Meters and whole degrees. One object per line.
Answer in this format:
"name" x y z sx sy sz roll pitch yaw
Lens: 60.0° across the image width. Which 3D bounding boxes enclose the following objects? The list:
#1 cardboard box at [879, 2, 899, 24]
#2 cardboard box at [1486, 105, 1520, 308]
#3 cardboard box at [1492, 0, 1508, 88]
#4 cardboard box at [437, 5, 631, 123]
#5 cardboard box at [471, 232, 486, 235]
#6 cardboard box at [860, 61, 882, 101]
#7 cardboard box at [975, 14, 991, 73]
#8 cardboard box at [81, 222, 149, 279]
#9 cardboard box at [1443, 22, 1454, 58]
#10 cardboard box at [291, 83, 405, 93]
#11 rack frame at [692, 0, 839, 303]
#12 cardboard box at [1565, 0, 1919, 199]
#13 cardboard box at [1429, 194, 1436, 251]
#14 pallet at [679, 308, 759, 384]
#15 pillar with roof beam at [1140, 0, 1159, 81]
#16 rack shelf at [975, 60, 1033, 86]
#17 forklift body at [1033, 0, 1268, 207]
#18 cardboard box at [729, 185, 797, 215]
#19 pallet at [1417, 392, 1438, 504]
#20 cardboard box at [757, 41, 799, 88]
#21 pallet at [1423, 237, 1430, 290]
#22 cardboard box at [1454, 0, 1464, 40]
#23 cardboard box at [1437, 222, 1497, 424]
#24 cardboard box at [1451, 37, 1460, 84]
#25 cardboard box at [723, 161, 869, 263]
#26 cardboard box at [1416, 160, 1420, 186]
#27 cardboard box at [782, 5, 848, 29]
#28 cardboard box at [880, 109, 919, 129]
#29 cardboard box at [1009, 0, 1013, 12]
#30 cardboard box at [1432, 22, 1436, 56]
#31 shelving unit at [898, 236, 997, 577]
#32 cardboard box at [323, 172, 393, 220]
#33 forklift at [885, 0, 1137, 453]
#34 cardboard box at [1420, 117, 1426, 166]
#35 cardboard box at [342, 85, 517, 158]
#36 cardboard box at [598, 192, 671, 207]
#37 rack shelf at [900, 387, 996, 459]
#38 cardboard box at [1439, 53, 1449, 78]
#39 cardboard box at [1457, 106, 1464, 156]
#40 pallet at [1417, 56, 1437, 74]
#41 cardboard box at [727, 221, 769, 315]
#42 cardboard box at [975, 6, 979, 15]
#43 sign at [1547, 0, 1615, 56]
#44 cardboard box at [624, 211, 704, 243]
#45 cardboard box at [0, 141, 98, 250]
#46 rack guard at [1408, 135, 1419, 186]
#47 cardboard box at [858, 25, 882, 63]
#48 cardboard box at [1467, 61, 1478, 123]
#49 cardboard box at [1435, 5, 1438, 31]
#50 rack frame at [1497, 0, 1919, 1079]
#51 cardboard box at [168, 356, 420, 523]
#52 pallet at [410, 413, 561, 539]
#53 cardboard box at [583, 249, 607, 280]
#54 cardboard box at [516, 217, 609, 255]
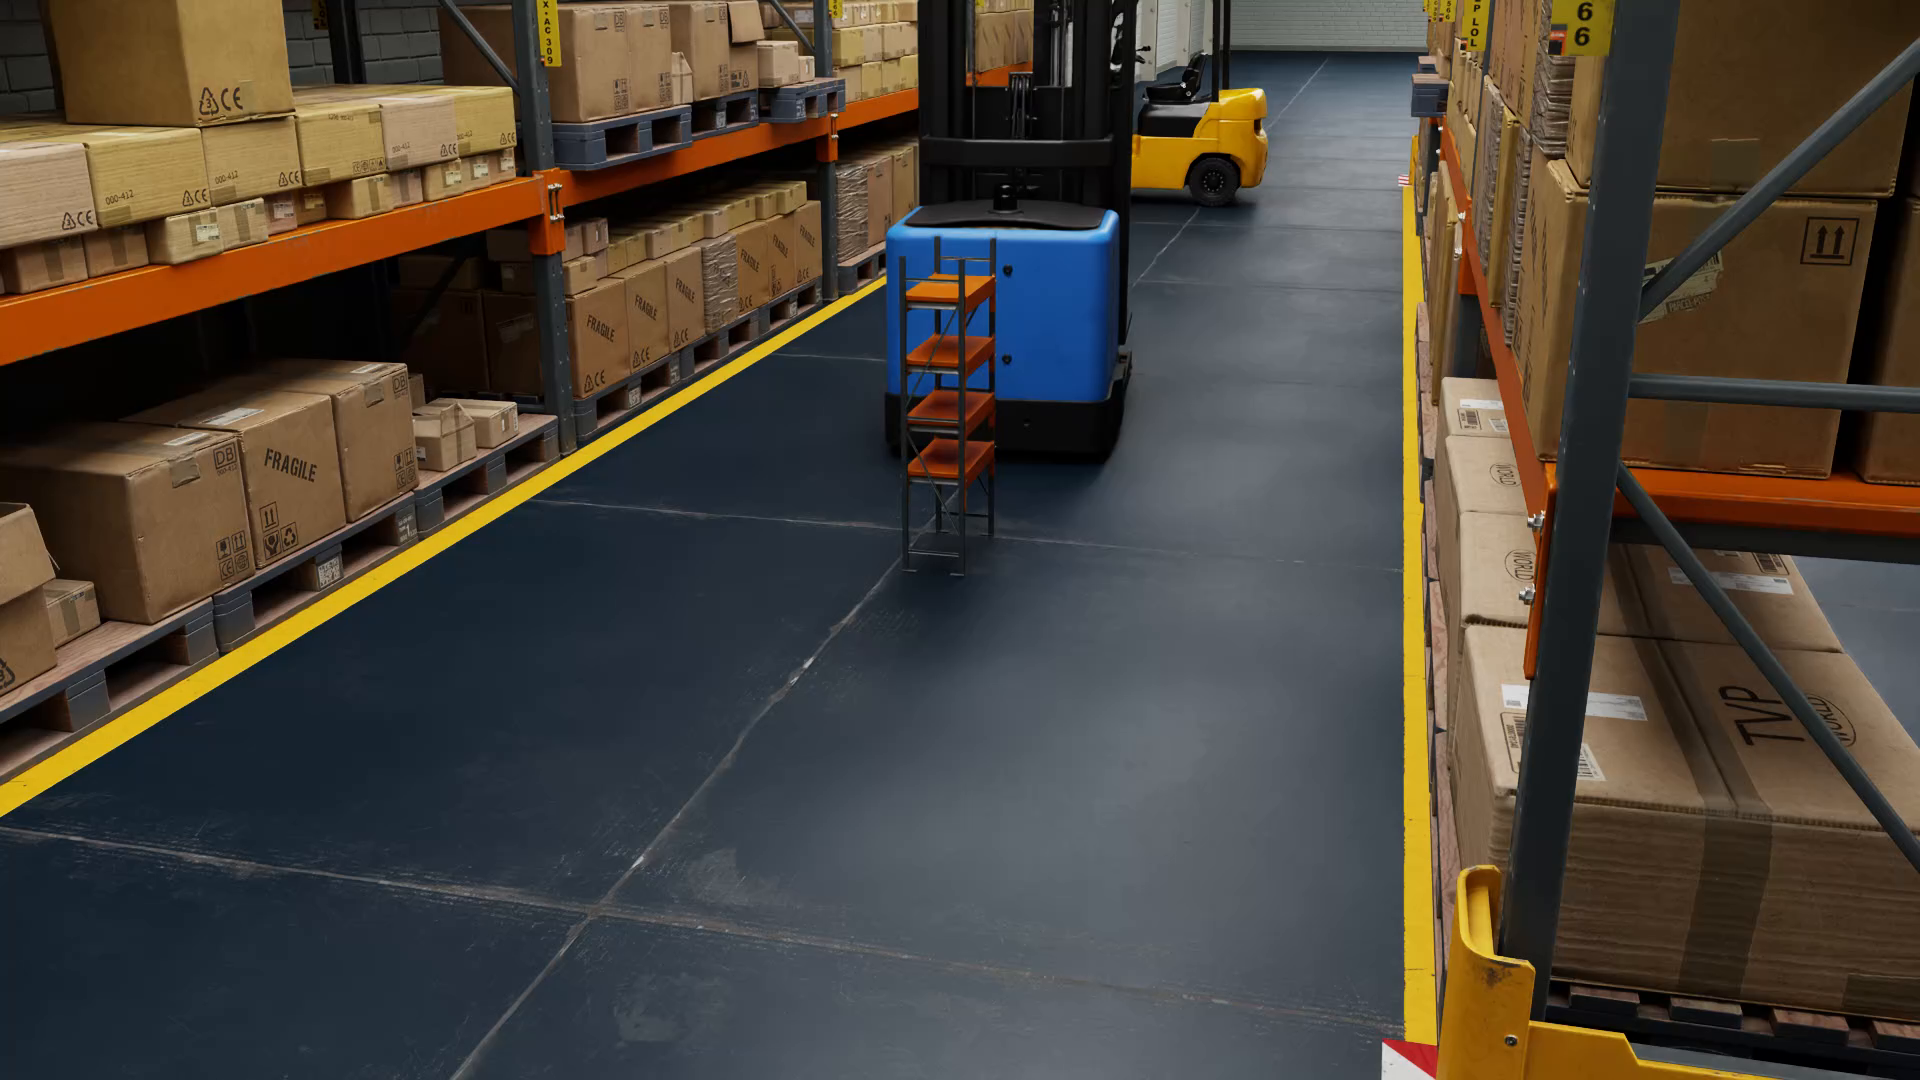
"cardboard box" -0.678 -3.954 12.465 0.380 0.149 0.250 5 20 15
"cardboard box" 1.741 -0.920 4.585 0.500 0.500 0.500 5 20 15
"cardboard box" 2.010 -1.706 5.339 0.500 0.500 0.500 4 19 13
"cardboard box" -1.989 -2.244 7.812 0.700 0.500 0.500 5 20 15
"cardboard box" -2.367 -1.567 8.848 0.380 0.149 0.250 4 19 11
"cardboard box" -0.874 -3.324 12.010 0.500 0.250 0.500 4 19 12
"cardboard box" -0.008 -4.537 15.176 0.500 0.500 0.500 4 19 12
"cardboard box" -2.727 -0.899 5.068 0.380 0.149 0.250 5 19 14
"cardboard box" 3.309 -3.278 10.380 0.500 0.500 0.500 4 19 12
"cardboard box" -2.707 -1.800 7.088 0.500 0.250 0.500 4 19 13
"rack frame" -1.347 -3.118 11.175 1.000 3.000 0.127 5 19 13
"cardboard box" 1.400 -0.910 3.009 0.500 0.500 0.500 5 20 15
"cardboard box" 3.979 -2.327 12.277 0.950 0.372 0.625 5 20 15
"pallet" -1.866 -1.186 9.833 1.003 0.211 1.213 5 19 13
"pillar with roof beam" 8.136 -13.619 32.638 9.100 9.000 0.400 5 19 13
"rack shelf" 0.119 -4.658 16.797 1.077 0.370 4.000 5 19 13
"forklift body" 1.914 -4.485 16.491 2.313 2.155 1.214 5 19 13
"cardboard box" -1.258 -2.178 10.636 0.380 0.149 0.250 4 19 11
"pallet" 2.606 -0.401 7.536 1.003 0.211 1.213 5 19 13
"cardboard box" -1.291 -2.889 10.088 0.500 0.250 0.500 4 19 11
"pallet" 3.960 -2.033 12.314 1.003 0.211 1.213 5 19 13
"cardboard box" 3.110 -3.112 9.456 0.500 0.500 0.500 4 19 12
"cardboard box" 2.564 -0.867 7.223 0.875 0.875 0.875 5 20 15
"cardboard box" 3.104 -2.753 9.566 0.500 0.250 0.500 5 19 13
"cardboard box" -1.181 -2.387 12.060 0.875 0.625 0.625 5 20 15
"cardboard box" 4.704 -3.569 16.101 0.500 0.250 0.500 6 20 17
"cardboard box" -0.983 -3.549 11.278 0.380 0.149 0.250 5 20 15
"cardboard box" -0.437 -3.912 15.556 0.500 0.250 0.500 5 20 14
"cardboard box" 0.304 -5.204 16.124 0.380 0.149 0.250 4 19 12
"cardboard box" 4.554 -4.652 15.053 0.500 0.500 0.500 5 20 15
"shelving unit" -0.040 -0.516 6.342 0.258 1.200 0.503 5 19 13
"cardboard box" -2.365 -1.296 6.230 0.380 0.149 0.250 4 19 13
"forklift" 0.367 -2.222 8.657 1.130 2.935 3.031 3 19 8
"cardboard box" 4.575 -3.759 15.497 0.500 0.500 0.500 6 20 16
"cardboard box" -2.212 -1.755 6.956 0.500 0.250 0.500 5 20 15
"cardboard box" -2.007 -2.058 10.287 0.380 0.149 0.250 4 19 11
"rack shelf" -0.040 -0.452 6.363 0.258 0.148 0.480 5 19 13
"cardboard box" 3.333 -3.100 10.863 0.380 0.149 0.250 4 19 13
"cardboard box" 2.745 -2.041 8.255 0.500 0.250 0.500 5 19 13
"pallet" 4.117 -3.662 13.064 1.003 0.211 1.213 5 19 13
"cardboard box" -1.499 -1.664 10.135 0.500 0.500 0.500 6 20 16
"cardboard box" -0.036 -4.805 14.956 0.380 0.149 0.250 4 19 13
"sign" 0.990 -0.927 2.602 0.100 0.325 0.005 5 19 13
"cardboard box" -1.682 -1.779 9.470 0.380 0.149 0.250 5 19 14
"cardboard box" -2.806 -0.959 4.626 0.500 0.250 0.500 5 19 14
"rack guard" 5.404 -4.028 17.706 1.175 0.500 0.348 5 19 13
"cardboard box" -0.878 -3.560 11.928 0.500 0.250 0.500 5 20 15
"cardboard box" 2.477 -1.953 7.224 0.500 0.250 0.500 5 20 15
"cardboard box" 4.052 -4.243 13.205 0.500 0.500 0.500 5 20 15
"rack frame" 1.510 -0.220 2.690 0.949 2.616 0.053 5 19 13
"cardboard box" -2.560 -0.400 6.437 0.700 0.500 0.500 4 19 11
"pallet" -2.493 -0.329 7.325 1.003 0.211 1.213 5 19 13
"cardboard box" -1.986 -1.371 8.275 0.380 0.149 0.250 4 19 12
"cardboard box" -1.961 -1.504 8.204 0.380 0.149 0.250 4 19 11
